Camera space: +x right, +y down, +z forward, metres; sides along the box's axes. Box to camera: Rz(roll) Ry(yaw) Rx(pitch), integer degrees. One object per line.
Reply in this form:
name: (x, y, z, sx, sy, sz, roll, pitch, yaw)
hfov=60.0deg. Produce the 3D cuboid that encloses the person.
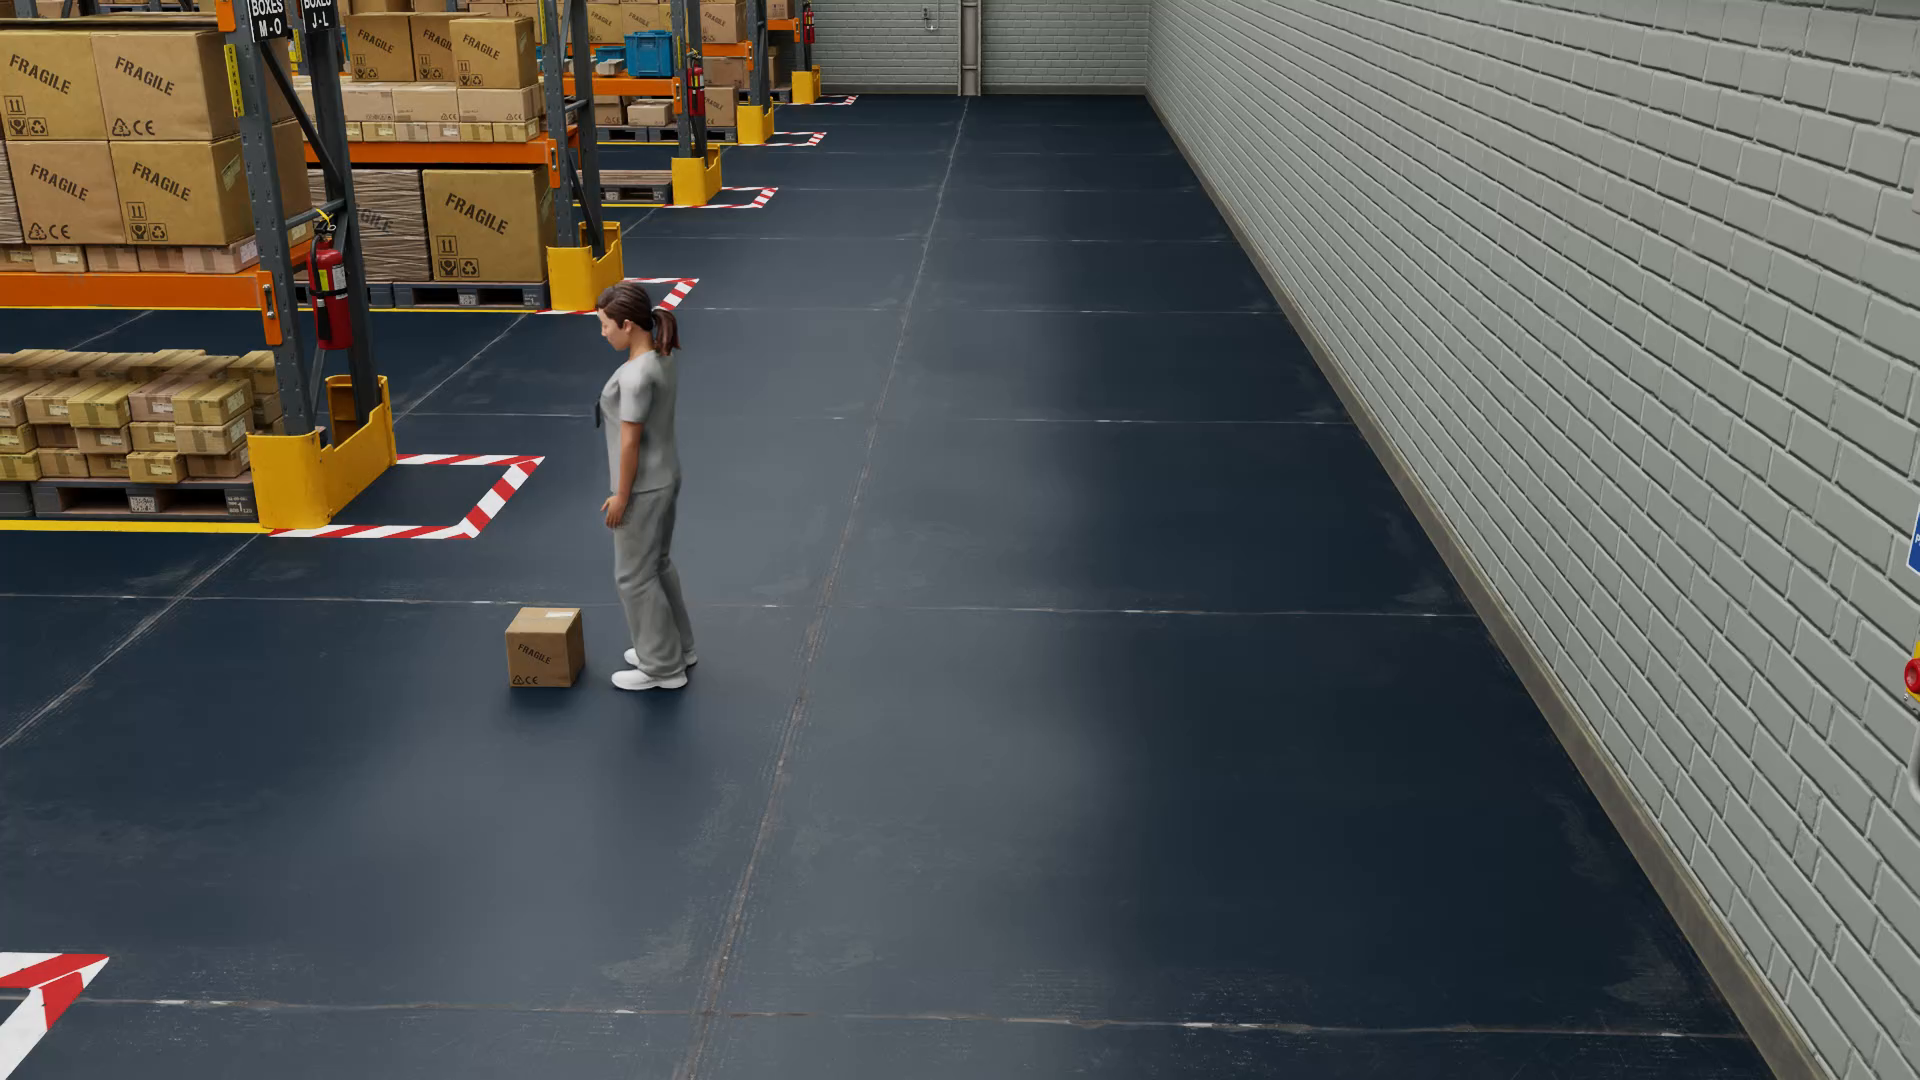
person: (-1.251, -0.205, 6.636, 0.362, 1.671, 0.443, 1, 21, 3)
